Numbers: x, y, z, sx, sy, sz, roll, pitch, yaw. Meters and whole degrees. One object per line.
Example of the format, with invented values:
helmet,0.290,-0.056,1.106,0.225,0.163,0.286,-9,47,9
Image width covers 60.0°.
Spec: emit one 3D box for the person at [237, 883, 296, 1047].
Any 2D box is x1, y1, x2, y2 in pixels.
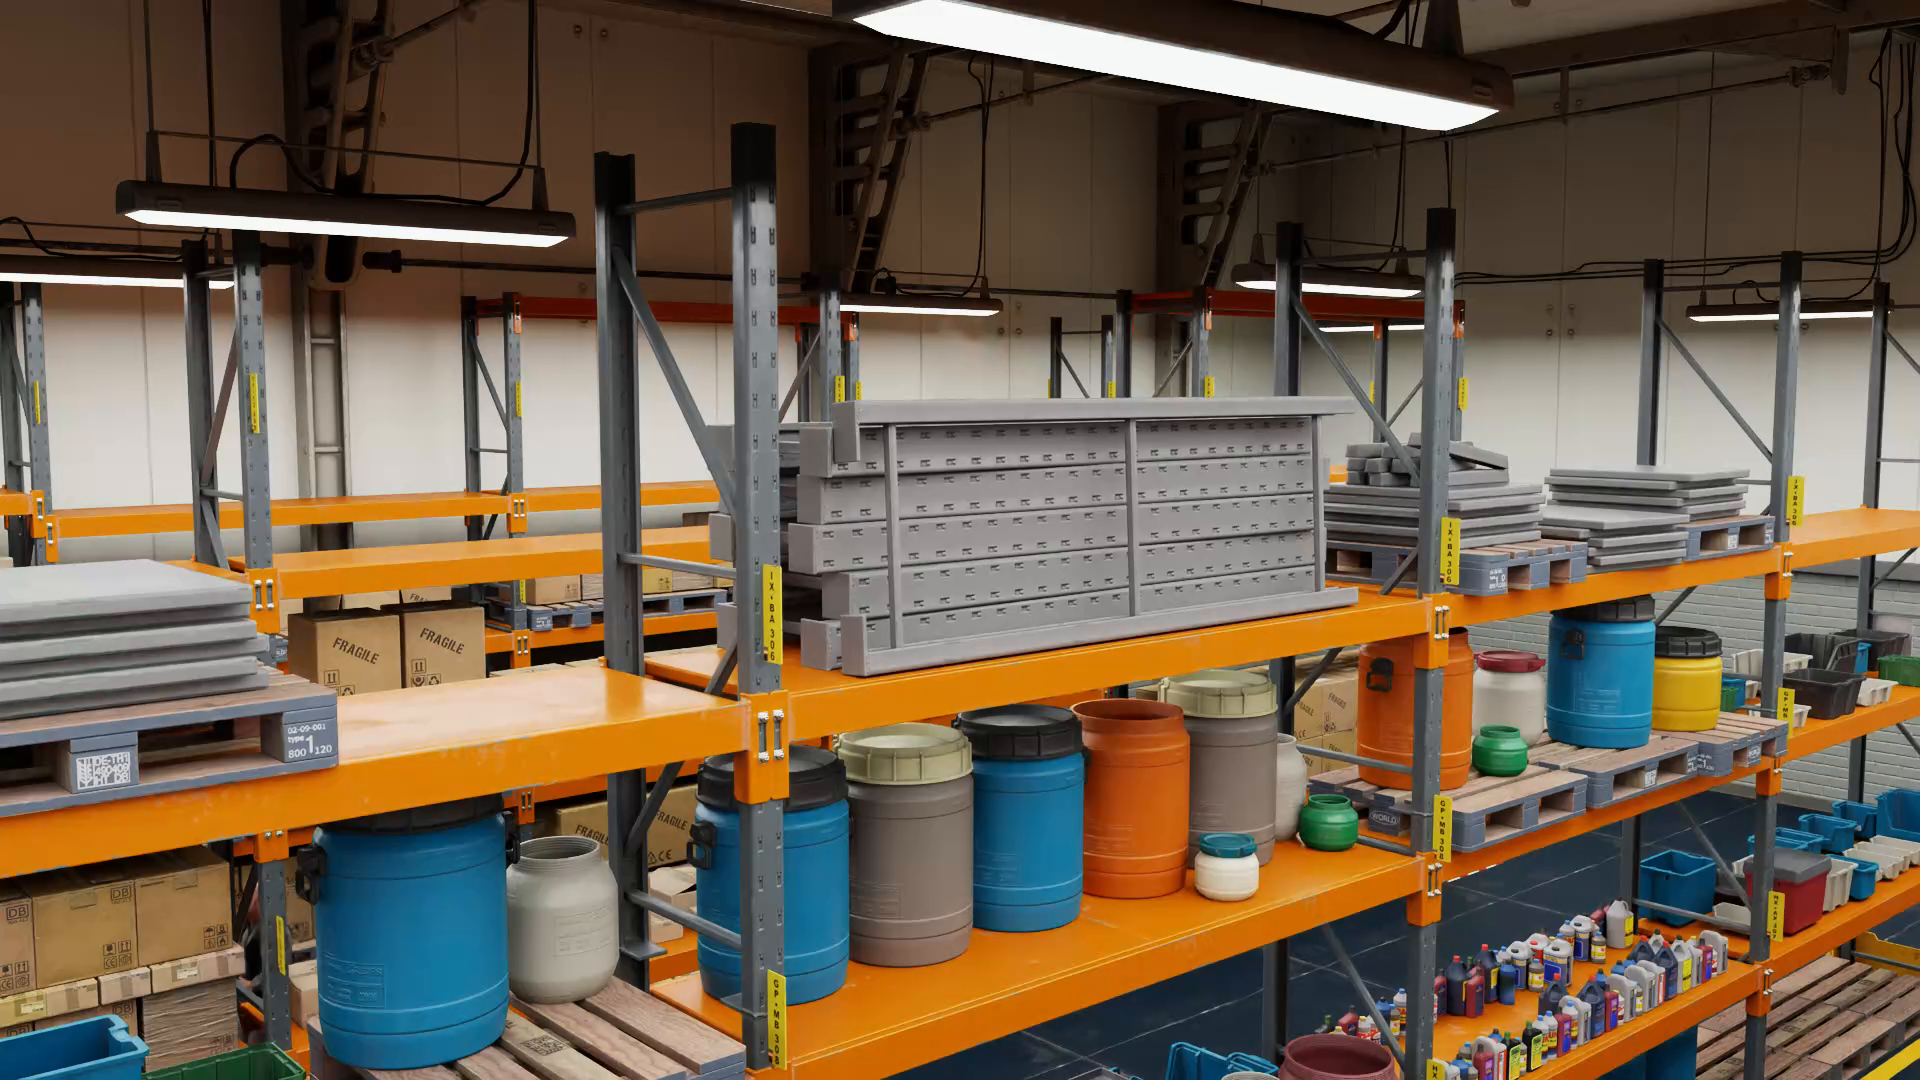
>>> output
person,-4.926,3.200,11.798,0.627,1.603,0.693,-5,7,-43
